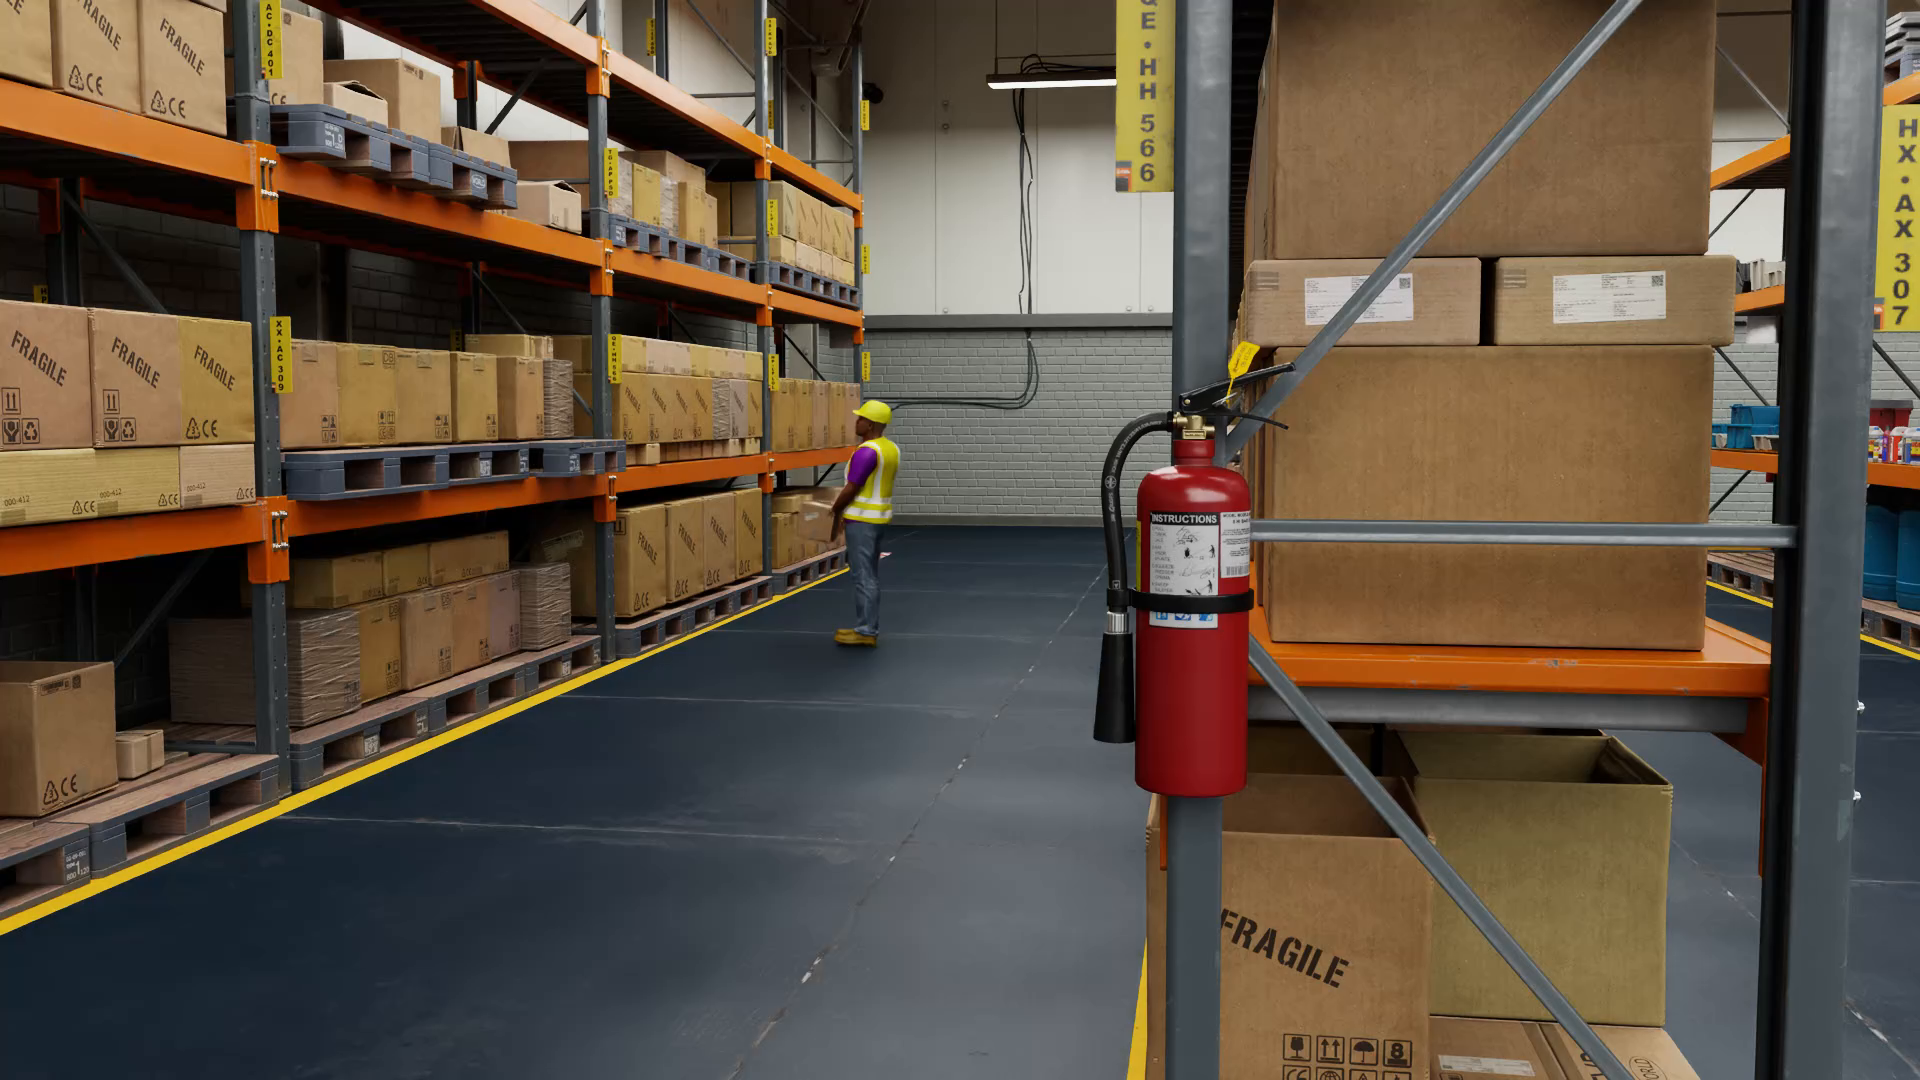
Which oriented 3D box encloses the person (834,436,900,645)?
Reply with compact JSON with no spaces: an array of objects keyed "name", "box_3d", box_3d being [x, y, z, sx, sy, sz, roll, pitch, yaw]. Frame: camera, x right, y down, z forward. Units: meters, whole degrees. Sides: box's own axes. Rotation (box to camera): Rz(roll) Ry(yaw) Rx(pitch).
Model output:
[{"name":"person","box_3d":[7.233,-0.385,6.207,19.361,3.194,6.553,1,5,19]}]
